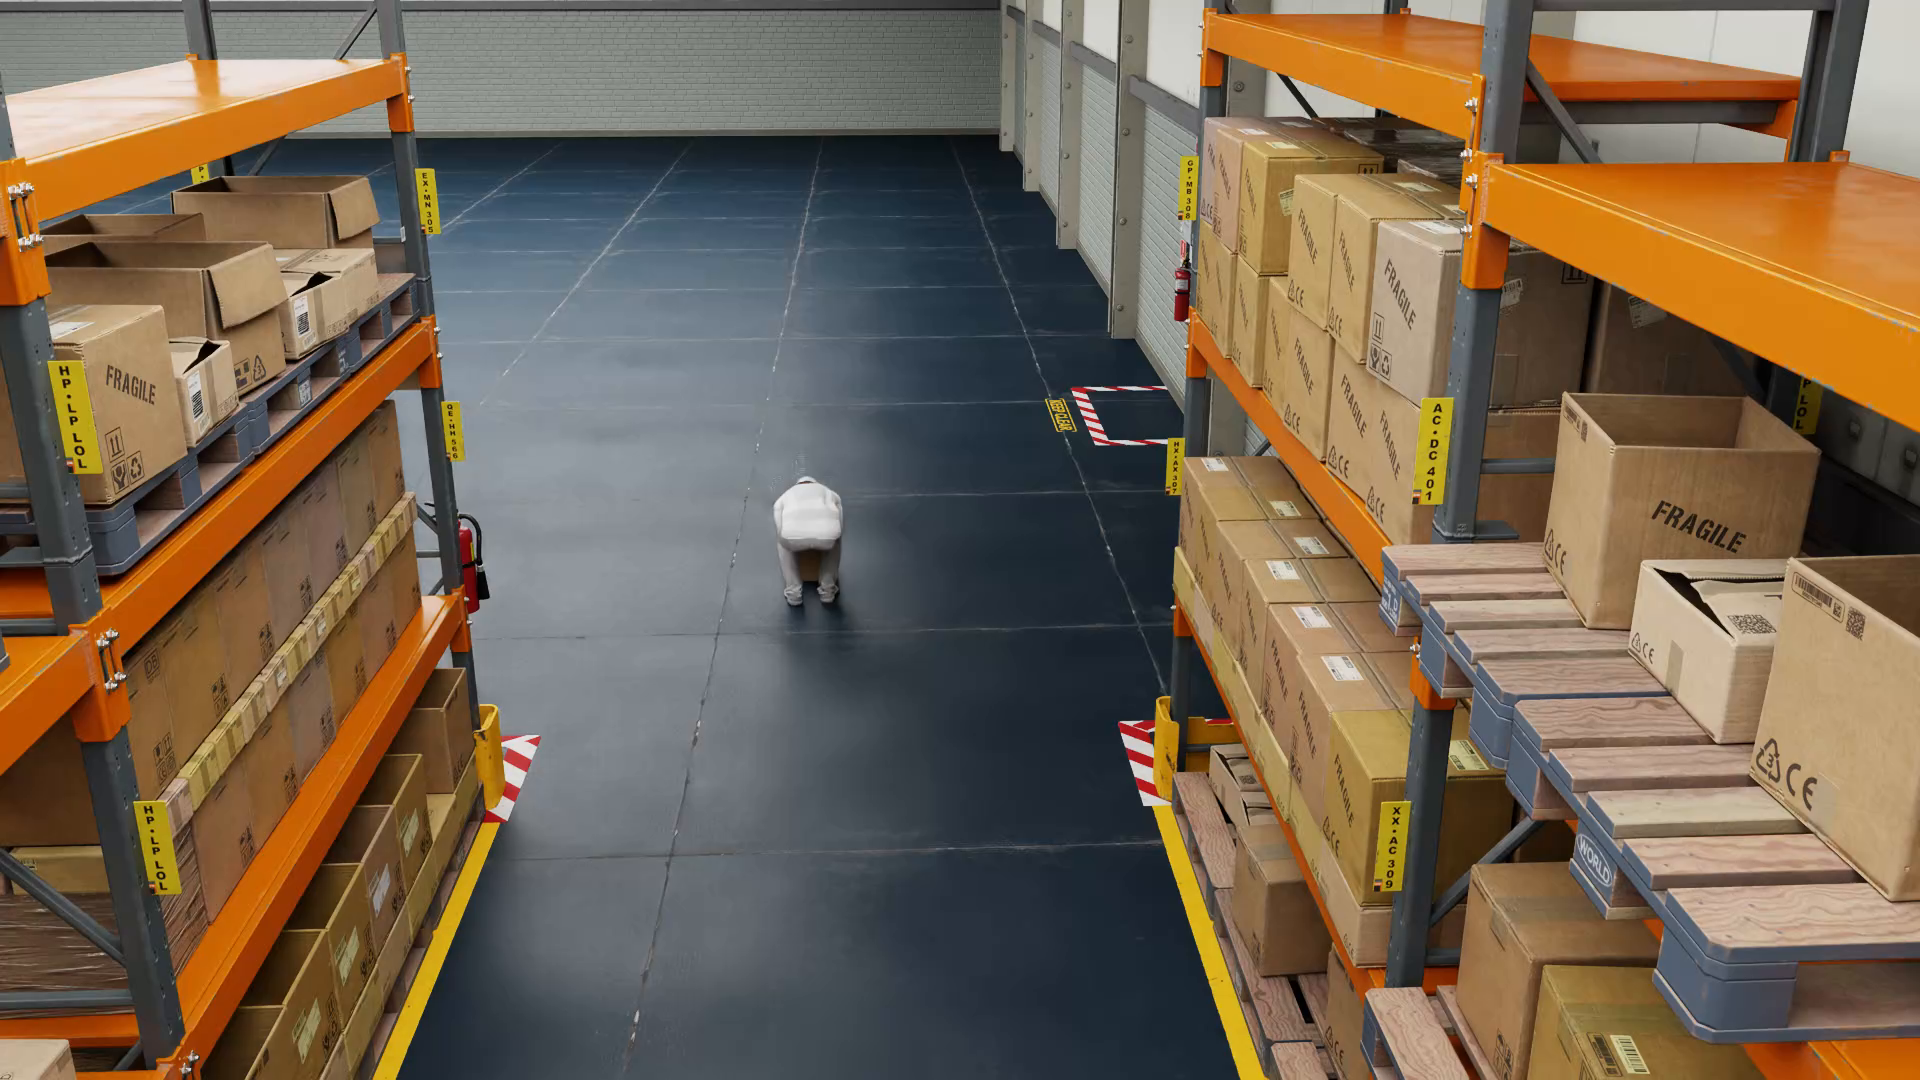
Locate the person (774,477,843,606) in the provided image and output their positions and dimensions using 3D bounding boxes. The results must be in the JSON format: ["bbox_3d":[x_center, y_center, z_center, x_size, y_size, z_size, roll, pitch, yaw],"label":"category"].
[{"bbox_3d":[-1.127,0.002,12.425,0.514,0.843,0.980,-2,20,-5],"label":"person"}]
